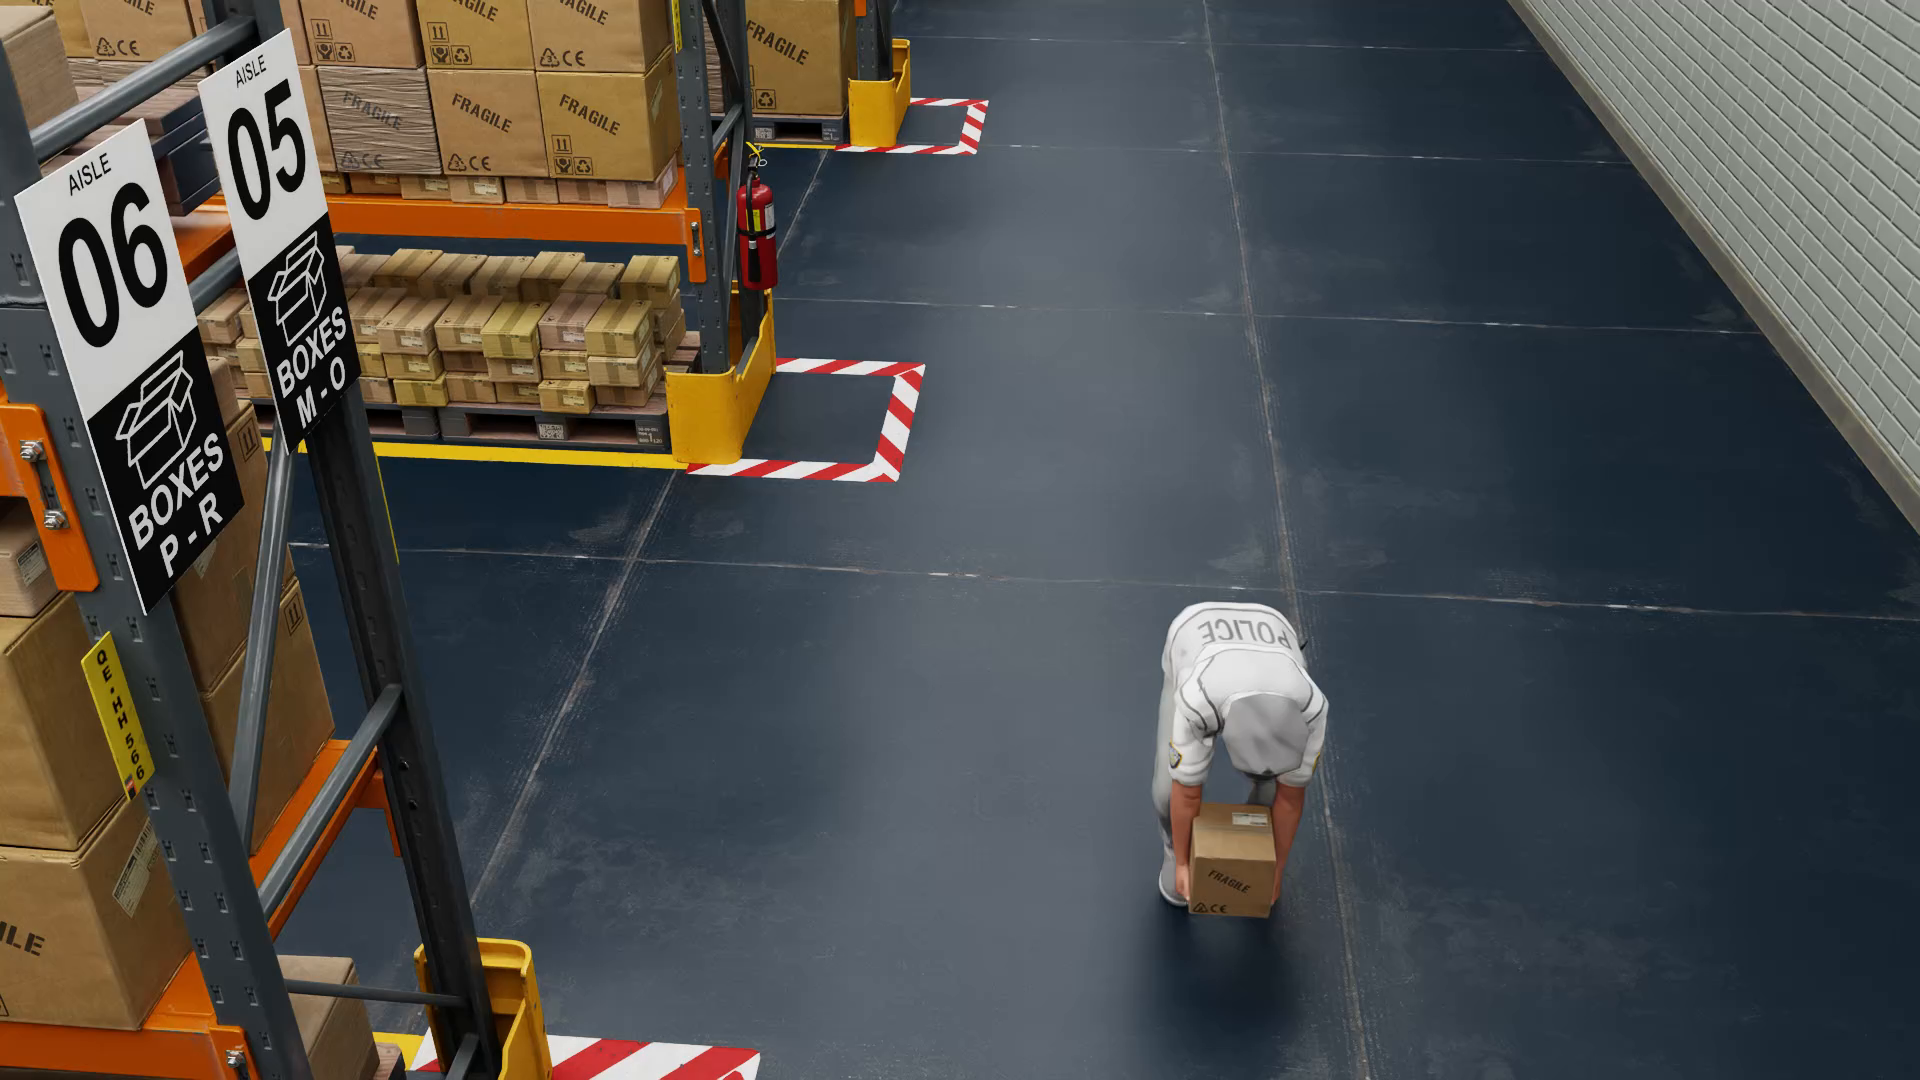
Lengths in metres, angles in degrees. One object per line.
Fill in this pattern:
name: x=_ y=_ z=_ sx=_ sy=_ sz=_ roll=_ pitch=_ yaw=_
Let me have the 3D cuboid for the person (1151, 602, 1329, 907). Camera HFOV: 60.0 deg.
person: x=0.894 y=0.775 z=5.412 sx=0.513 sy=1.193 sz=1.026 roll=1 pitch=32 yaw=2
